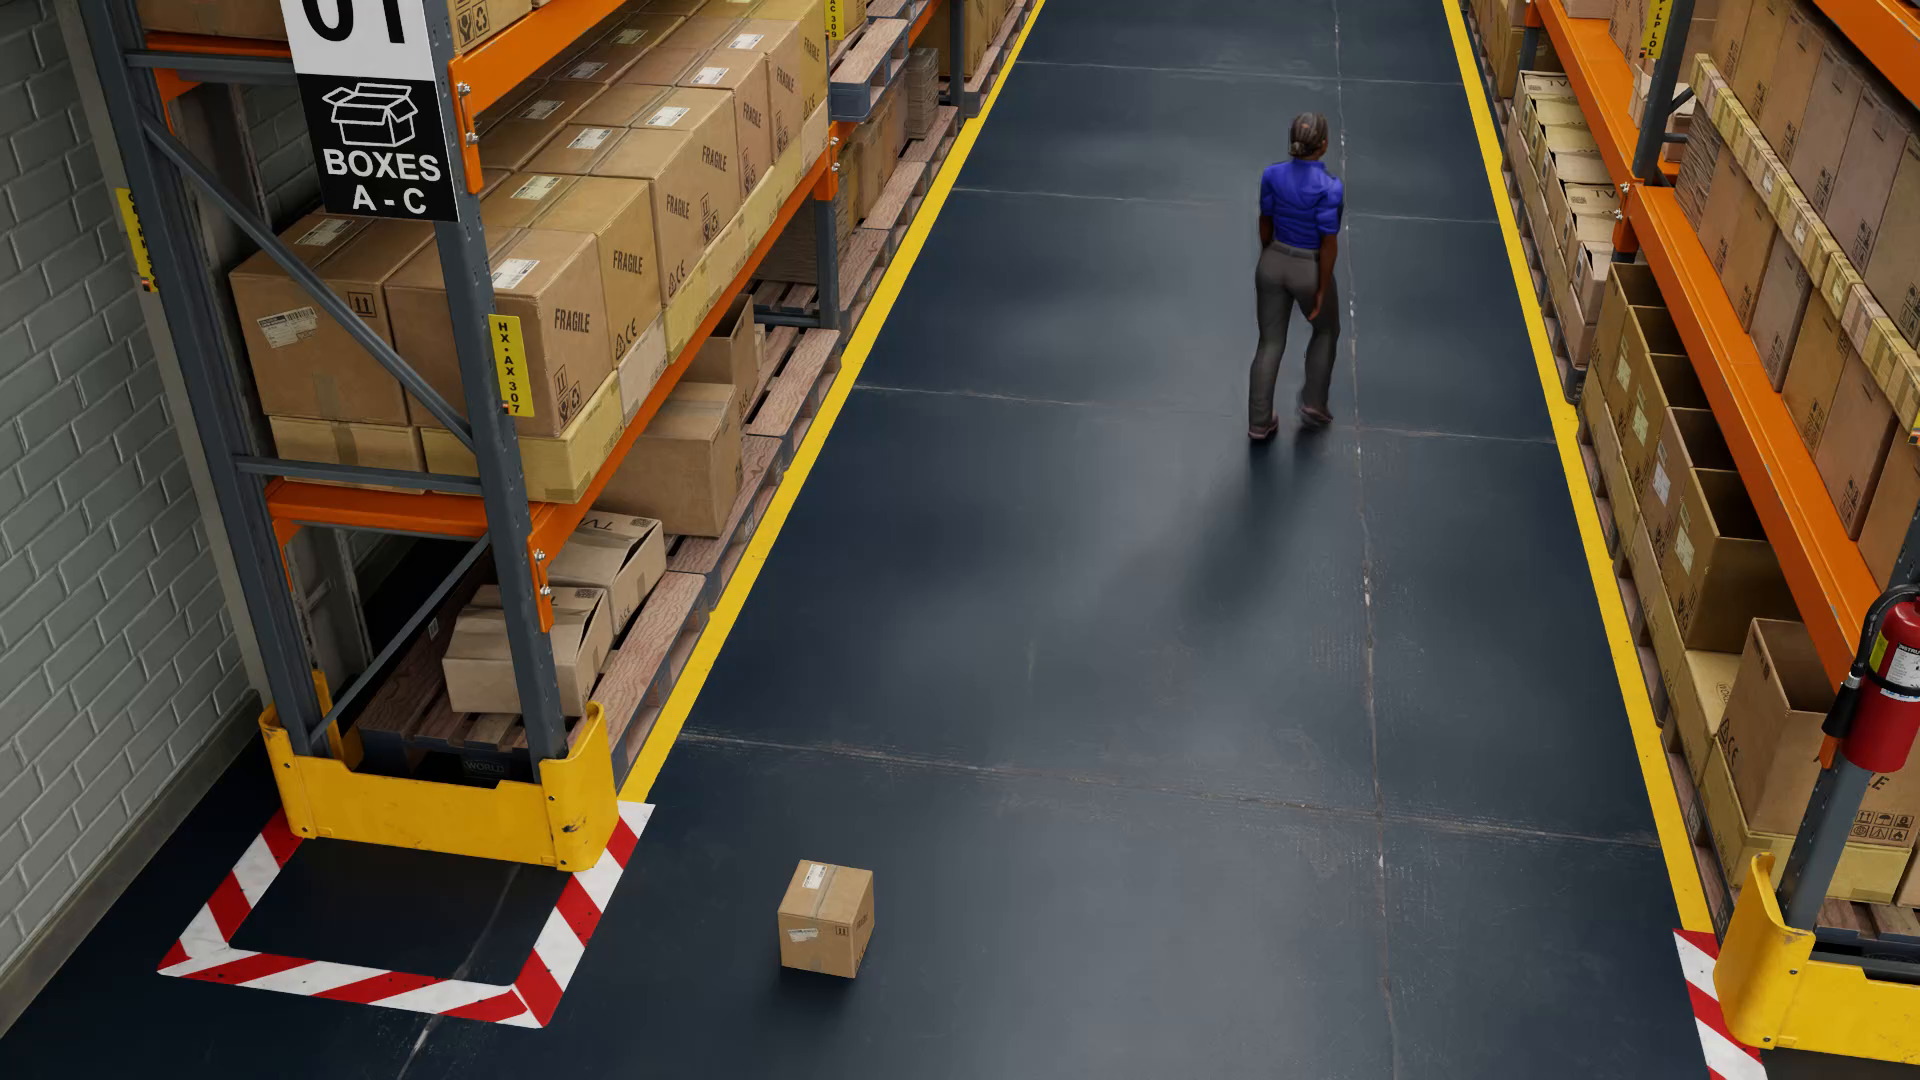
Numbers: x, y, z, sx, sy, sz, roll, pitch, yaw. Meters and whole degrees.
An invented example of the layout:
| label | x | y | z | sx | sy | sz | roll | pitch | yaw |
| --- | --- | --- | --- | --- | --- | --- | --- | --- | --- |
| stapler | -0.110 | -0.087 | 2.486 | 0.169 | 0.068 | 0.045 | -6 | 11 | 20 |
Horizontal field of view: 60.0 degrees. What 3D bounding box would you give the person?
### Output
| label | x | y | z | sx | sy | sz | roll | pitch | yaw |
| --- | --- | --- | --- | --- | --- | --- | --- | --- | --- |
| person | 1.656 | -1.274 | 8.170 | 0.460 | 1.722 | 0.590 | 19 | 37 | 28 |
